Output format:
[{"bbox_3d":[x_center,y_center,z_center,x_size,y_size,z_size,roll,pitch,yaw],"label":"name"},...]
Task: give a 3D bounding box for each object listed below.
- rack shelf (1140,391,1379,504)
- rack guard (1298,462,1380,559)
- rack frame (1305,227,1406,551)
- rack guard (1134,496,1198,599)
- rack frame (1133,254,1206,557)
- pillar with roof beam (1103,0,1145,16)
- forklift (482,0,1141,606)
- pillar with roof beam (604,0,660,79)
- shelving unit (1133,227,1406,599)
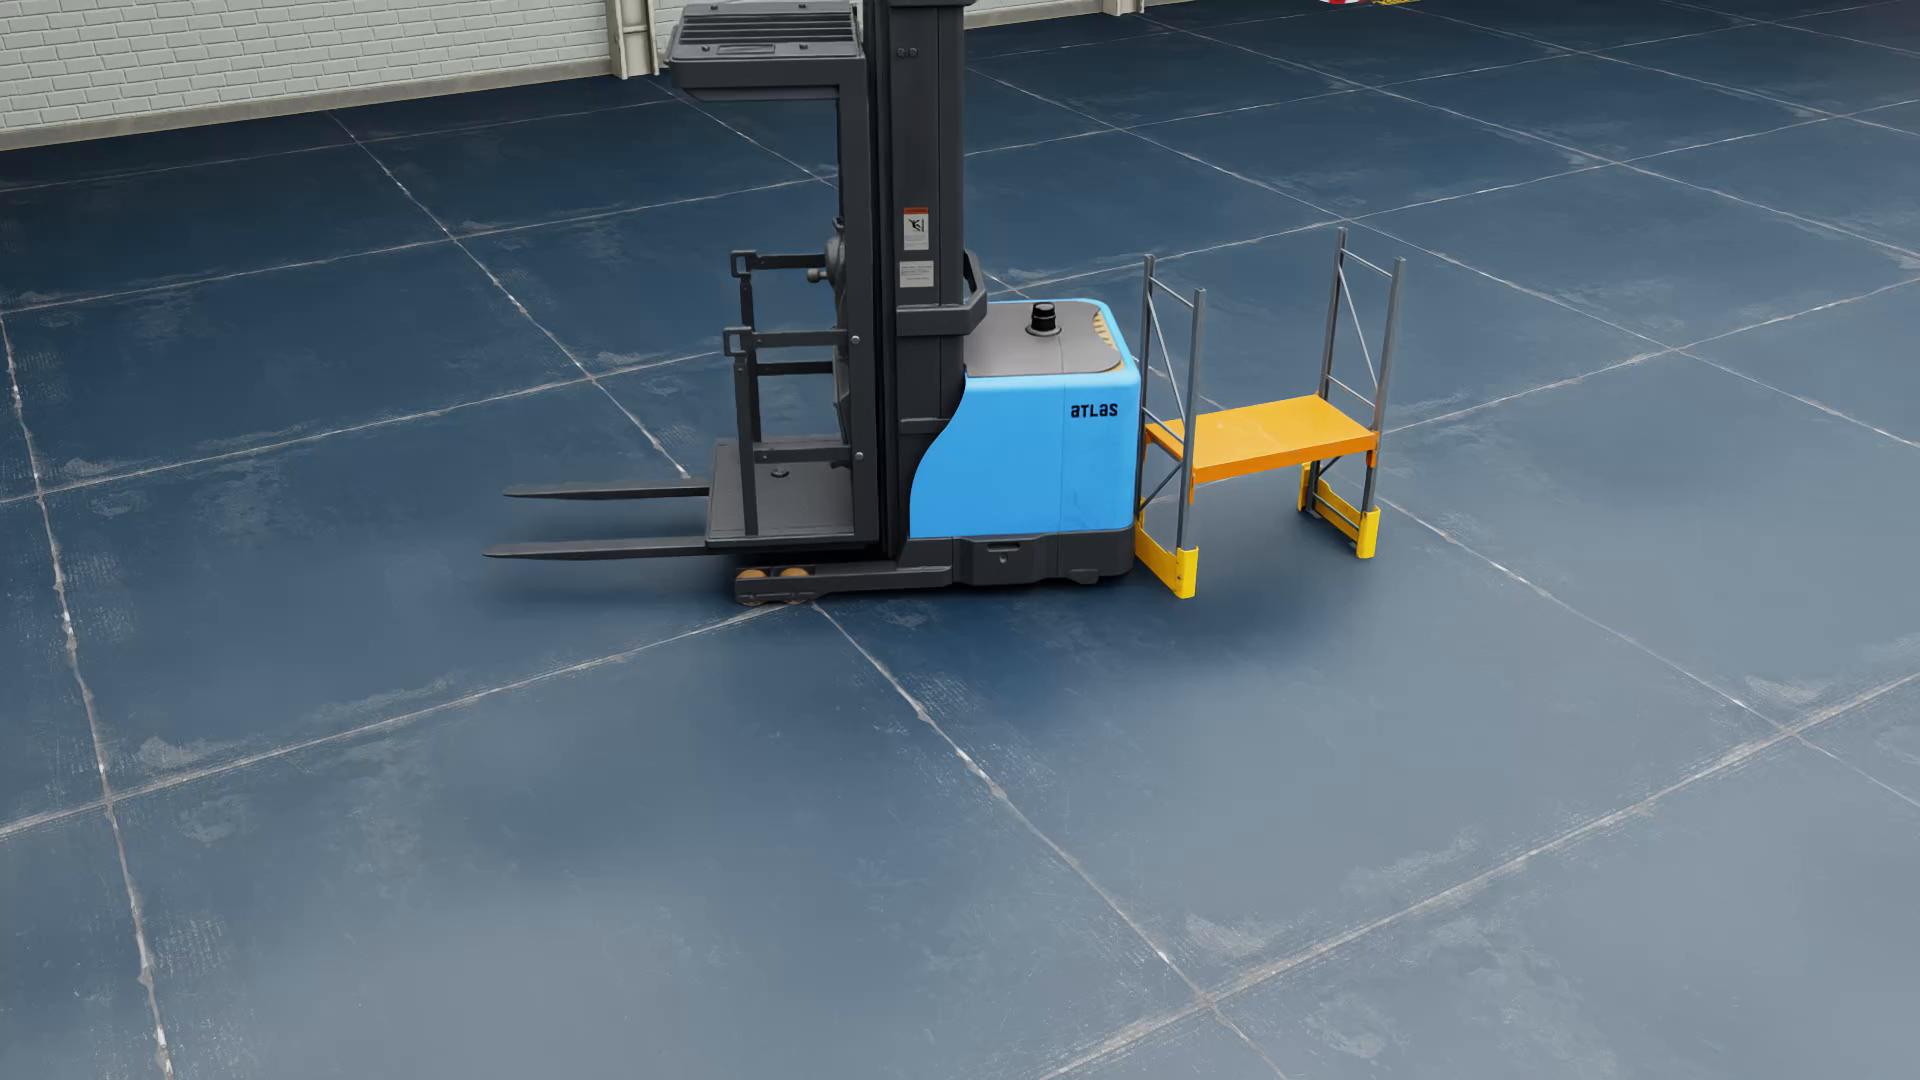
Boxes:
[{"bbox_3d":[1.408,-0.450,7.886,1.000,0.185,0.538,-11,31,-19],"label":"rack shelf"},{"bbox_3d":[1.877,-0.154,8.270,0.087,0.250,0.587,-11,31,-19],"label":"rack guard"},{"bbox_3d":[1.879,-0.701,7.968,0.032,1.500,0.500,-11,31,-19],"label":"rack frame"},{"bbox_3d":[0.956,0.029,7.939,0.087,0.250,0.587,-11,31,-19],"label":"rack guard"},{"bbox_3d":[0.938,-0.515,7.631,0.032,1.500,0.500,-11,31,-19],"label":"rack frame"},{"bbox_3d":[4.083,-8.316,14.006,0.400,9.000,9.100,-16,33,-26],"label":"pillar with roof beam"},{"bbox_3d":[-0.726,-1.245,7.473,3.031,2.935,1.130,-2,29,-4],"label":"forklift"},{"bbox_3d":[-1.090,-6.847,11.344,0.400,9.000,9.100,-16,33,-26],"label":"pillar with roof beam"},{"bbox_3d":[1.417,-0.610,7.802,1.083,1.500,0.587,-11,31,-19],"label":"shelving unit"}]
